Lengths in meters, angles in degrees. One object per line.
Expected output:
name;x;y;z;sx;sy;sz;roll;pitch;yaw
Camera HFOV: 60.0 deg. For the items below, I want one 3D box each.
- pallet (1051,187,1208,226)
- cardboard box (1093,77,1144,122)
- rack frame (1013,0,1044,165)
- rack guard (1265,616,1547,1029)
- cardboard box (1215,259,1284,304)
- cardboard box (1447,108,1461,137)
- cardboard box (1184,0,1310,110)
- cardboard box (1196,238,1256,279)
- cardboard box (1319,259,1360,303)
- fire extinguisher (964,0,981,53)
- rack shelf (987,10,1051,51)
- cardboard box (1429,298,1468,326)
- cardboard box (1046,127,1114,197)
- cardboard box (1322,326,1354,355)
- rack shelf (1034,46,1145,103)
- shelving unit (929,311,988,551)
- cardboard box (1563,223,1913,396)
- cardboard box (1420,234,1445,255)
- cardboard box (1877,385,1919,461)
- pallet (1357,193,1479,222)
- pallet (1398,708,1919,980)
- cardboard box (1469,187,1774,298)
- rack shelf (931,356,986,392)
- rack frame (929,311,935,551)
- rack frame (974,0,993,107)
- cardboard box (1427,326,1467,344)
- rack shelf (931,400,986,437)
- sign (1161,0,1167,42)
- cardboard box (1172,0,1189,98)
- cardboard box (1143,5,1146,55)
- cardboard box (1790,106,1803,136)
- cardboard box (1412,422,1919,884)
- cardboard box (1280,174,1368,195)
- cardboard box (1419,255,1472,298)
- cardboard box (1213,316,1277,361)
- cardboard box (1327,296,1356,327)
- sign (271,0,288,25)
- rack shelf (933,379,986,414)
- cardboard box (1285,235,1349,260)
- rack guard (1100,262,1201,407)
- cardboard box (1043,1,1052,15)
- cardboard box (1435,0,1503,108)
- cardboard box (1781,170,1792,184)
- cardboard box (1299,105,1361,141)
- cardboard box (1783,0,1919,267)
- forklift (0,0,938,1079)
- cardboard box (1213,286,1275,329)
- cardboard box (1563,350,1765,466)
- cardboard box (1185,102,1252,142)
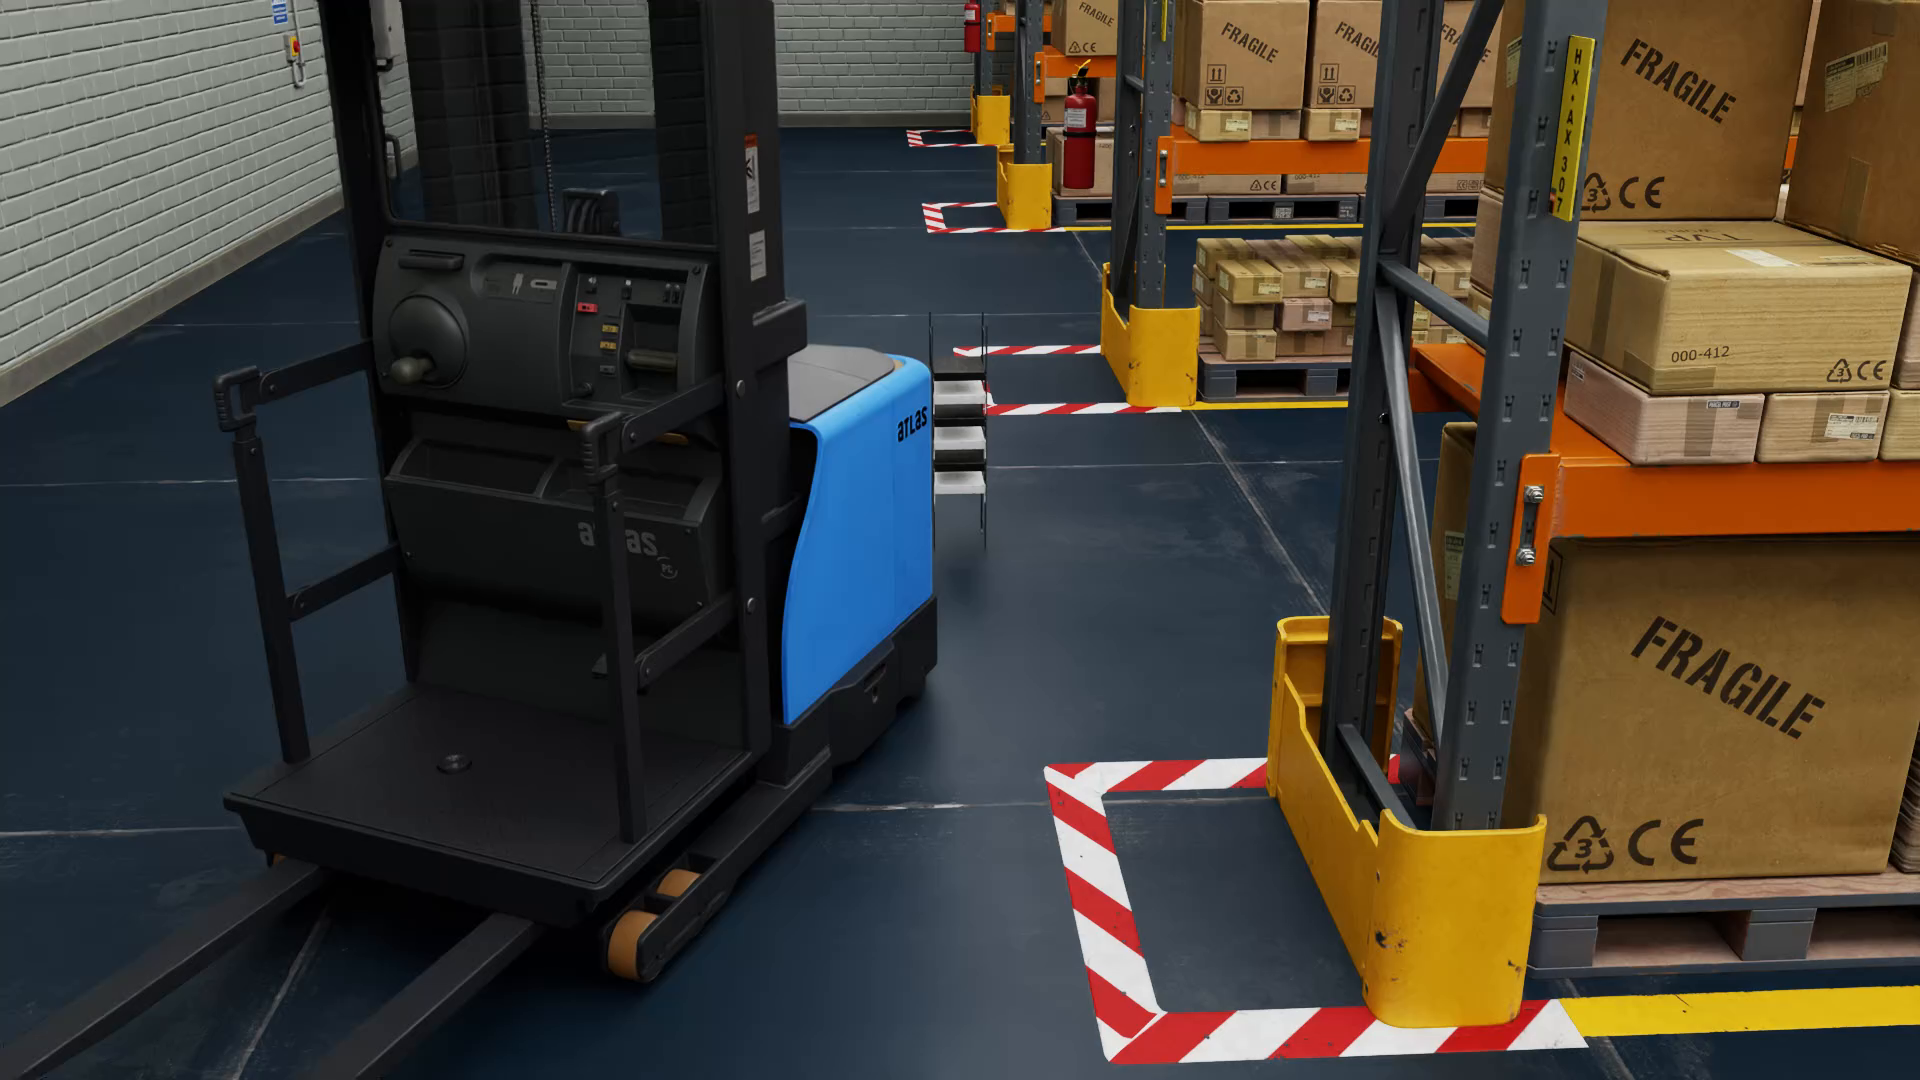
pallet;1.330;-2.775;13.614;1.213;0.211;1.003;-1;21;-3
cardboard box;1.721;-4.808;17.957;0.500;0.500;0.700;0;21;-1
rack frame;0.536;-4.035;13.003;0.127;3.000;1.000;-1;21;-3
rack guard;1.078;0.654;4.200;0.348;0.500;1.175;-1;21;-3
cardboard box;1.462;-1.310;8.427;0.250;0.149;0.380;-2;21;-6
cardboard box;2.308;-2.108;8.295;0.250;0.149;0.380;-1;21;-4
cardboard box;1.384;-2.375;8.085;0.500;0.500;0.500;0;21;0
cardboard box;1.434;-1.521;8.981;0.250;0.149;0.380;-1;21;-2
cardboard box;1.989;-1.318;8.448;0.250;0.149;0.380;-1;21;-3
fire extinguisher;0.129;-5.420;17.275;0.183;0.674;0.296;-1;21;-3
rack shelf;2.246;-5.502;17.868;4.000;0.370;1.077;-1;21;-3
cardboard box;2.495;-1.228;8.630;0.250;0.149;0.380;-2;21;-6
cardboard box;1.189;-3.082;13.512;0.875;0.438;0.875;-2;21;-5
cardboard box;1.965;-1.081;8.661;0.250;0.149;0.380;-1;21;-2
rack shelf;2.533;-3.739;13.237;4.000;0.370;1.077;-1;21;-3
shelving unit;-0.008;-0.420;6.460;0.210;0.900;0.258;-1;21;-3
cardboard box;1.596;-0.497;3.504;0.500;0.250;0.500;-2;21;-4
cardboard box;2.466;-1.564;9.094;0.250;0.149;0.380;0;21;-1
cardboard box;1.987;-0.298;3.541;0.250;0.149;0.380;-2;21;-4
pallet;3.766;-2.825;13.745;1.213;0.211;1.003;-1;21;-3
pallet;1.896;0.745;4.368;1.213;0.211;1.003;-1;21;-3
cardboard box;1.570;-0.687;4.003;0.500;0.250;0.500;-1;21;-4
rack shelf;-0.008;-0.642;6.376;0.200;0.077;0.258;-1;21;-3
rack frame;-0.110;-0.418;6.455;0.006;0.900;0.240;-1;21;-3
rack frame;0.249;-5.798;17.634;0.127;3.000;1.000;-1;21;-3
cardboard box;2.476;-1.086;8.675;0.250;0.149;0.380;-1;21;-3
rack shelf;-0.008;-0.473;6.440;0.200;0.077;0.258;-1;21;-3
sign;0.951;-2.490;7.729;0.005;0.325;0.100;-1;21;-3
cardboard box;1.353;-2.565;8.583;0.500;0.500;0.500;-1;21;-2
cardboard box;1.535;-4.009;12.795;0.500;0.500;0.500;-1;21;-4
cardboard box;4.120;-2.125;8.340;0.250;0.149;0.380;0;21;-1
cardboard box;1.736;0.241;4.168;0.875;0.875;0.875;-1;21;-3
cardboard box;3.003;-3.122;13.615;0.875;0.438;0.875;-2;21;-5
cardboard box;2.510;-1.355;8.544;0.250;0.149;0.380;0;21;-1
cardboard box;1.461;-1.039;8.551;0.250;0.149;0.380;-1;21;-2
cardboard box;1.973;-1.223;8.615;0.250;0.149;0.380;-1;21;-2
sign;-5.150;-4.020;12.584;0.001;0.218;0.327;-1;21;-3
rack shelf;-0.008;-0.557;6.408;0.200;0.077;0.258;-1;21;-3
cardboard box;1.939;-1.556;9.073;0.250;0.149;0.380;-2;21;-4
rack guard;0.995;-1.112;8.838;0.348;0.500;1.175;-1;21;-3
cardboard box;0.844;-5.611;17.497;0.250;0.149;0.380;-1;21;-2
cardboard box;2.406;-2.400;8.152;0.500;0.500;0.500;-1;21;-2
cardboard box;6.938;-3.399;13.730;0.875;0.875;0.875;-1;21;-2
cardboard box;1.785;-2.057;8.162;0.250;0.149;0.380;-2;21;-5
cardboard box;2.096;-0.858;3.397;0.500;0.500;0.500;-2;21;-4
forklift;-1.103;-0.504;3.825;1.130;2.935;3.031;8;22;21
cardboard box;1.457;-1.201;8.557;0.250;0.149;0.380;0;21;-1
cardboard box;1.475;-0.287;3.512;0.250;0.149;0.380;-1;21;-2
cardboard box;1.262;-2.051;8.145;0.250;0.149;0.380;-1;21;-3
